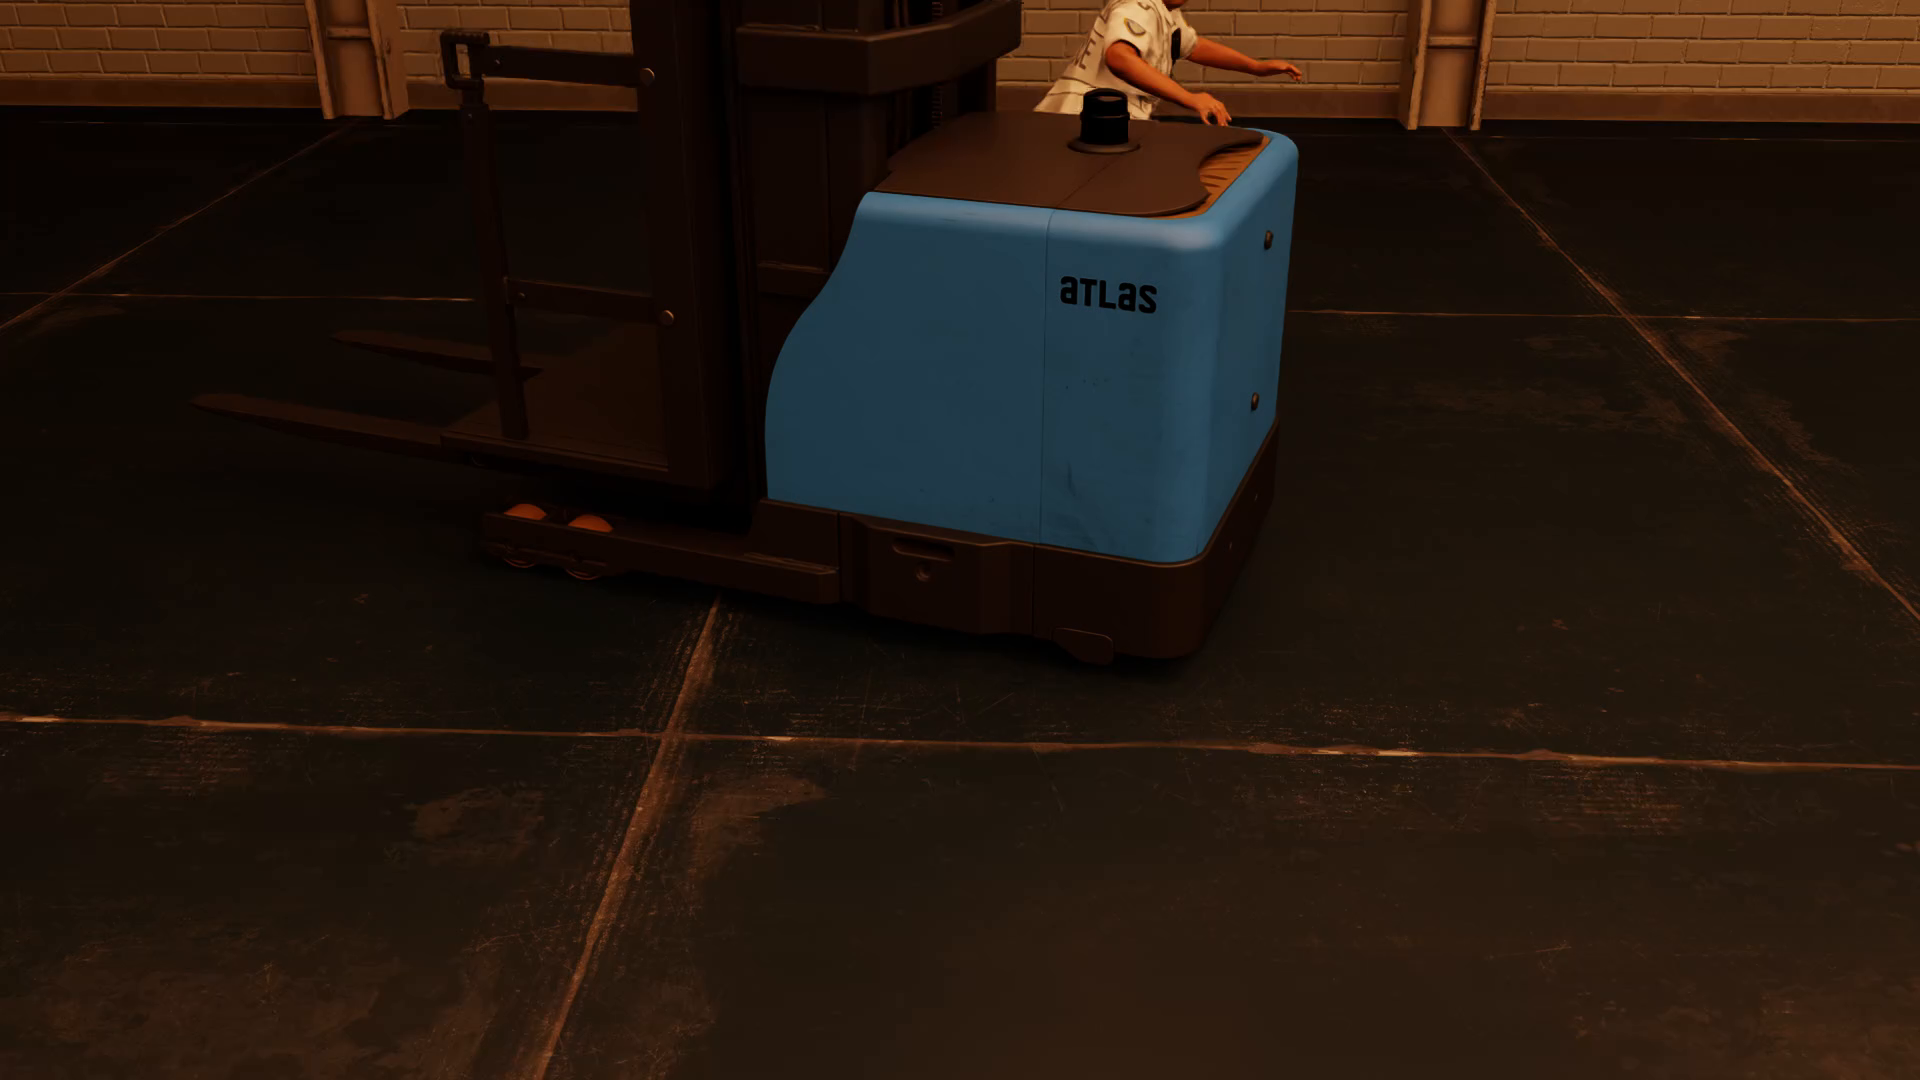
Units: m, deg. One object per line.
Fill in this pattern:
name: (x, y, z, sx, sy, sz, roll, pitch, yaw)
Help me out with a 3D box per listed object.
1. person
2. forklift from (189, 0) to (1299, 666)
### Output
person: (0.715, -1.256, 5.471, 0.981, 1.442, 0.899, -7, 27, -14)
forklift: (-0.708, -1.417, 4.081, 3.031, 2.935, 1.130, 9, 28, 18)
